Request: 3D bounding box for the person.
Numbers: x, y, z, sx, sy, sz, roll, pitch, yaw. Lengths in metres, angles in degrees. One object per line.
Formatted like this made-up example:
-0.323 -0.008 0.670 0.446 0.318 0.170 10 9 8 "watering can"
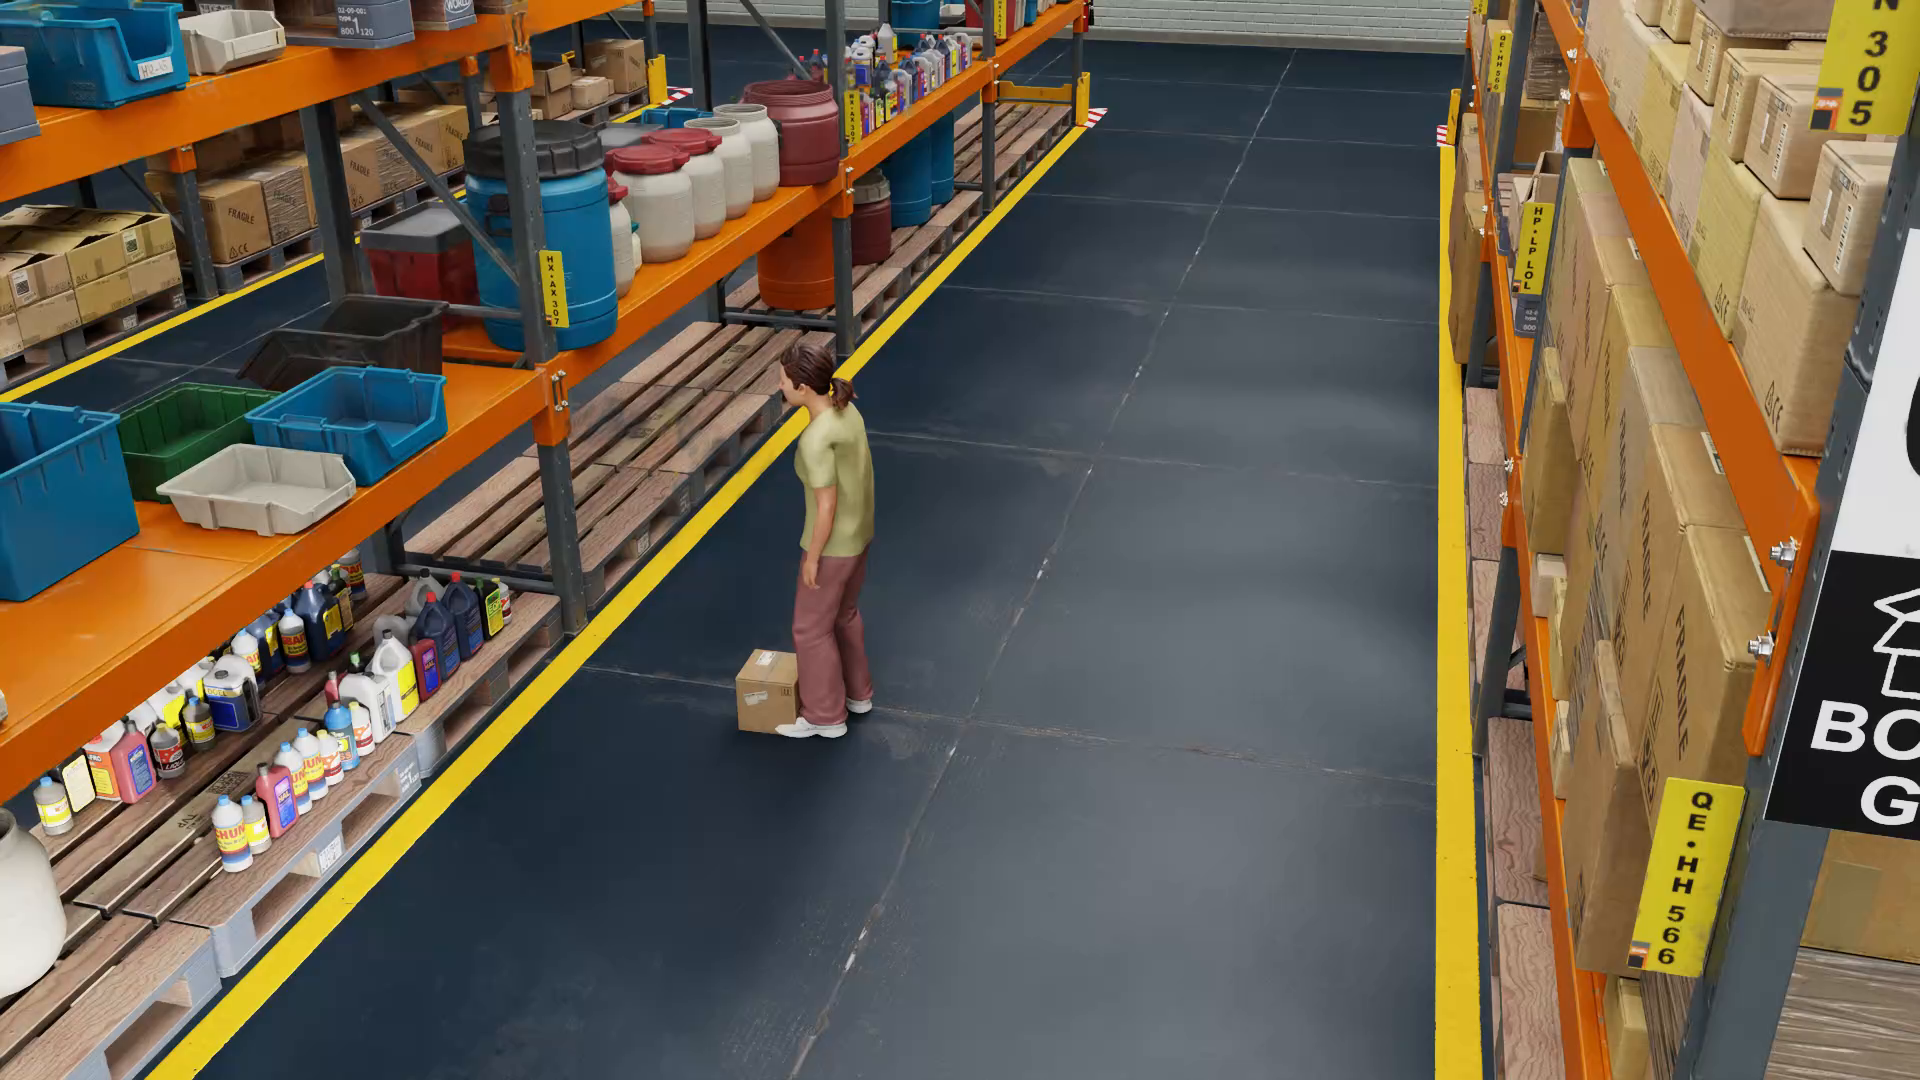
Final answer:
-0.549 0.010 6.590 0.412 1.672 0.496 6 26 12 "person"
